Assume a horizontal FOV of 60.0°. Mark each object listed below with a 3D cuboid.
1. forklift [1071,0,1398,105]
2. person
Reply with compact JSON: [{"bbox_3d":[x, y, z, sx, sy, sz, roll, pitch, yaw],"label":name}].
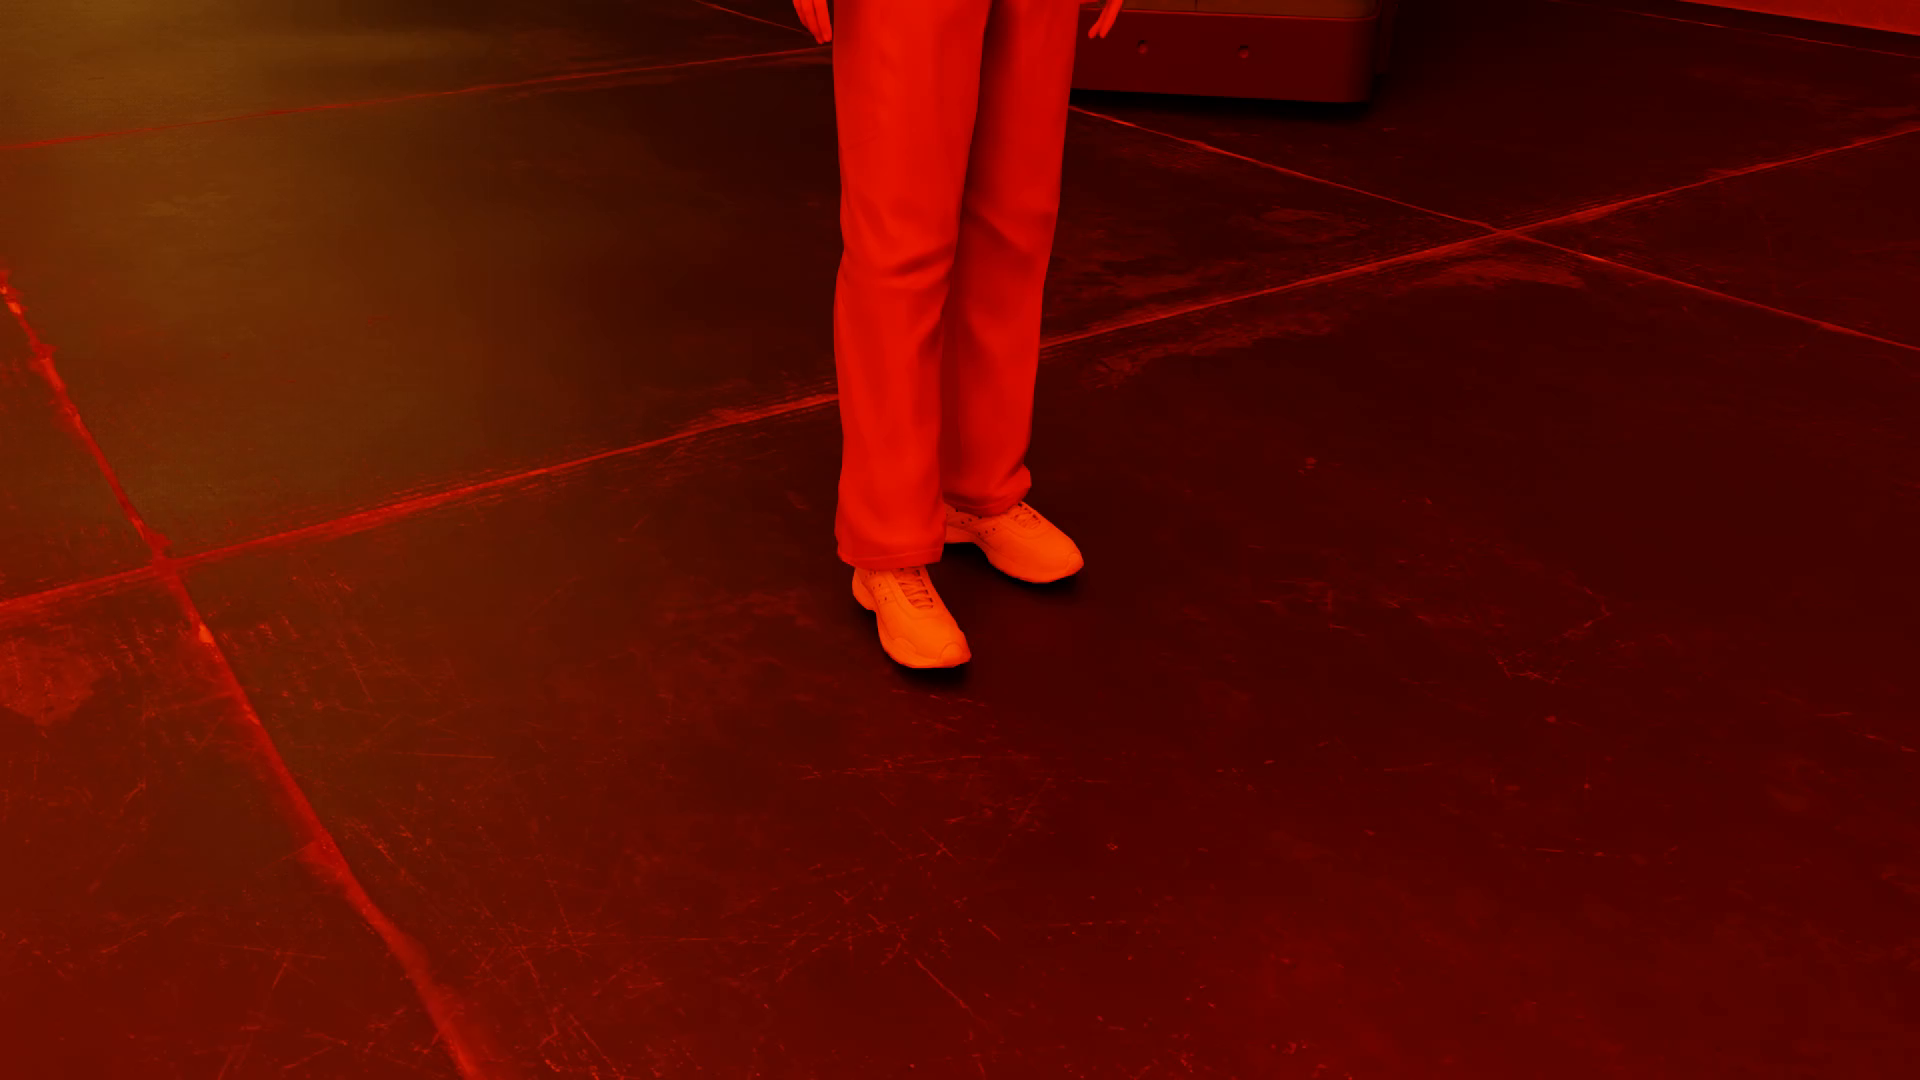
[{"bbox_3d":[1.078,-3.241,5.691,1.130,2.935,3.031,7,27,13],"label":"forklift"},{"bbox_3d":[0.033,-0.725,2.061,0.554,1.673,0.548,-17,31,-31],"label":"person"}]
